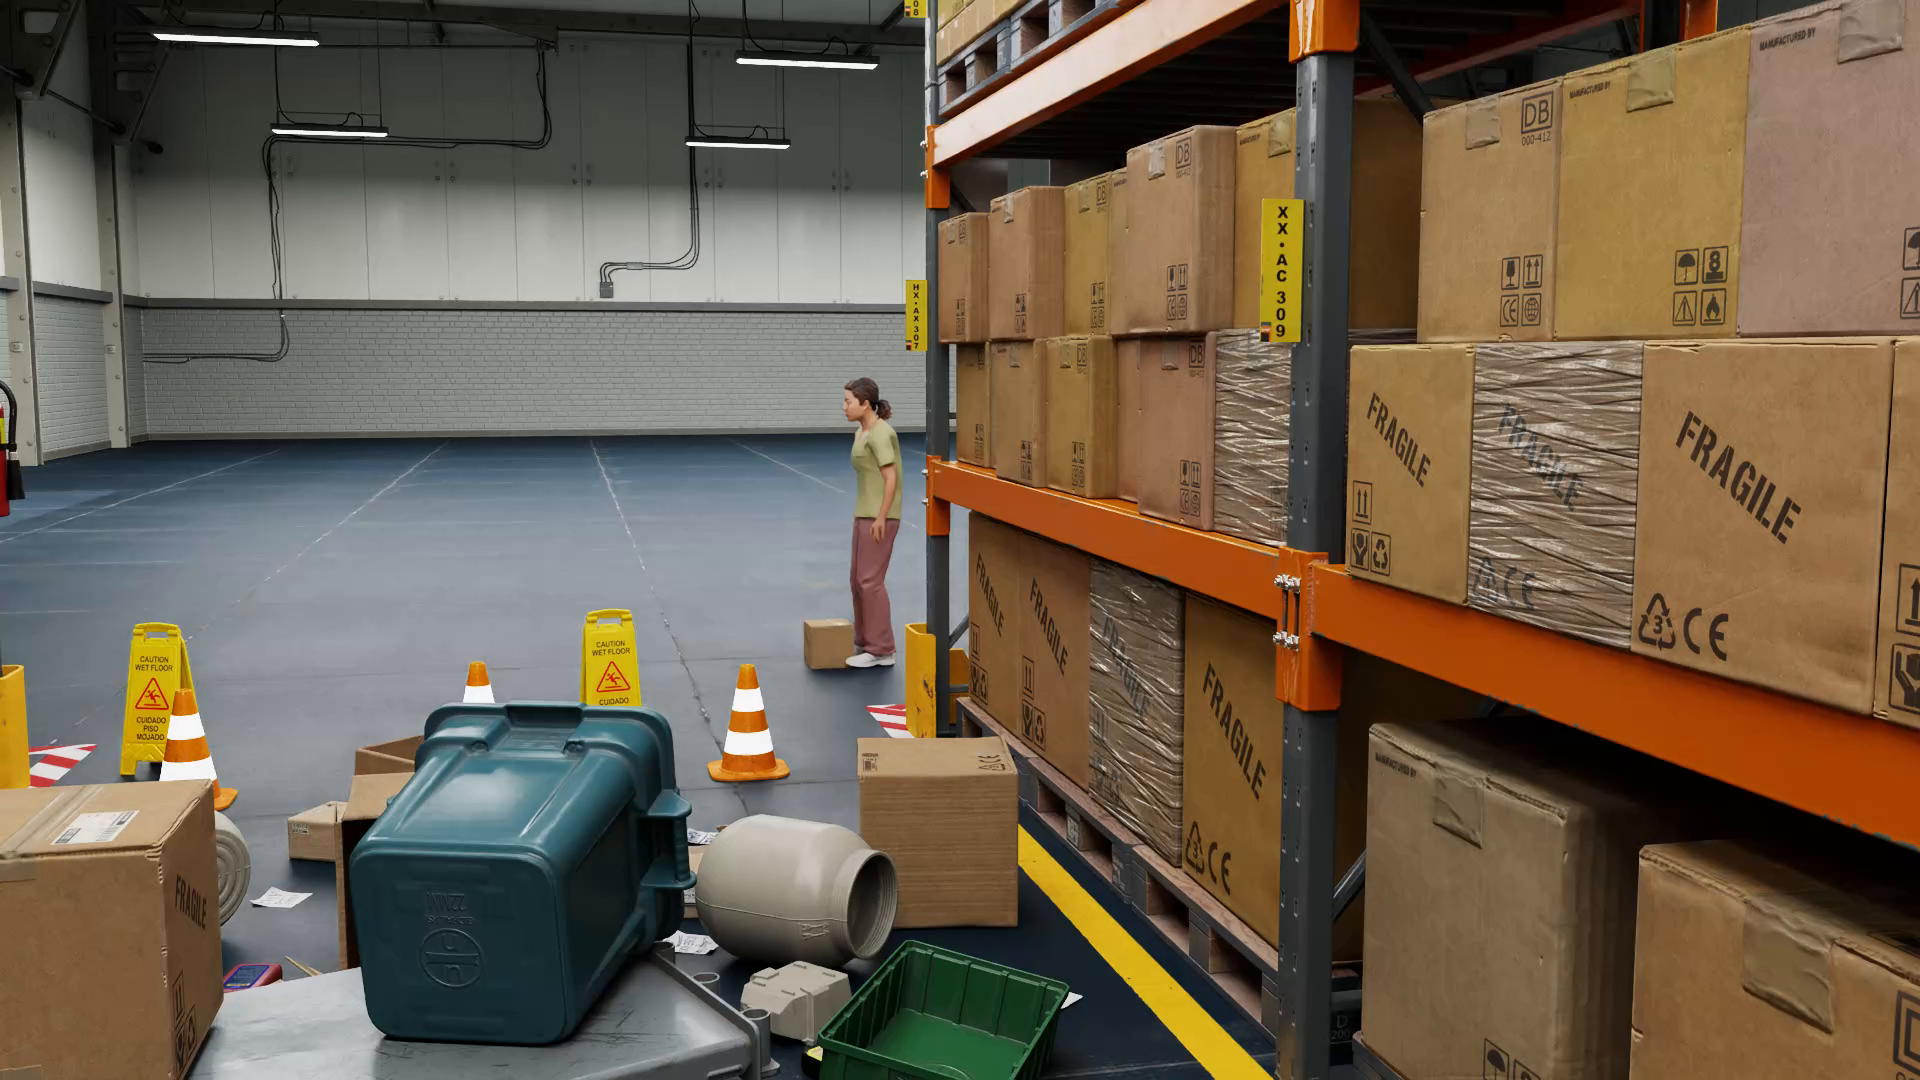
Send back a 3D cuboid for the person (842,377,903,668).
[{"bbox_3d":[-0.523,-0.110,9.661,0.364,1.672,0.499,-2,6,-16],"label":"person"}]
